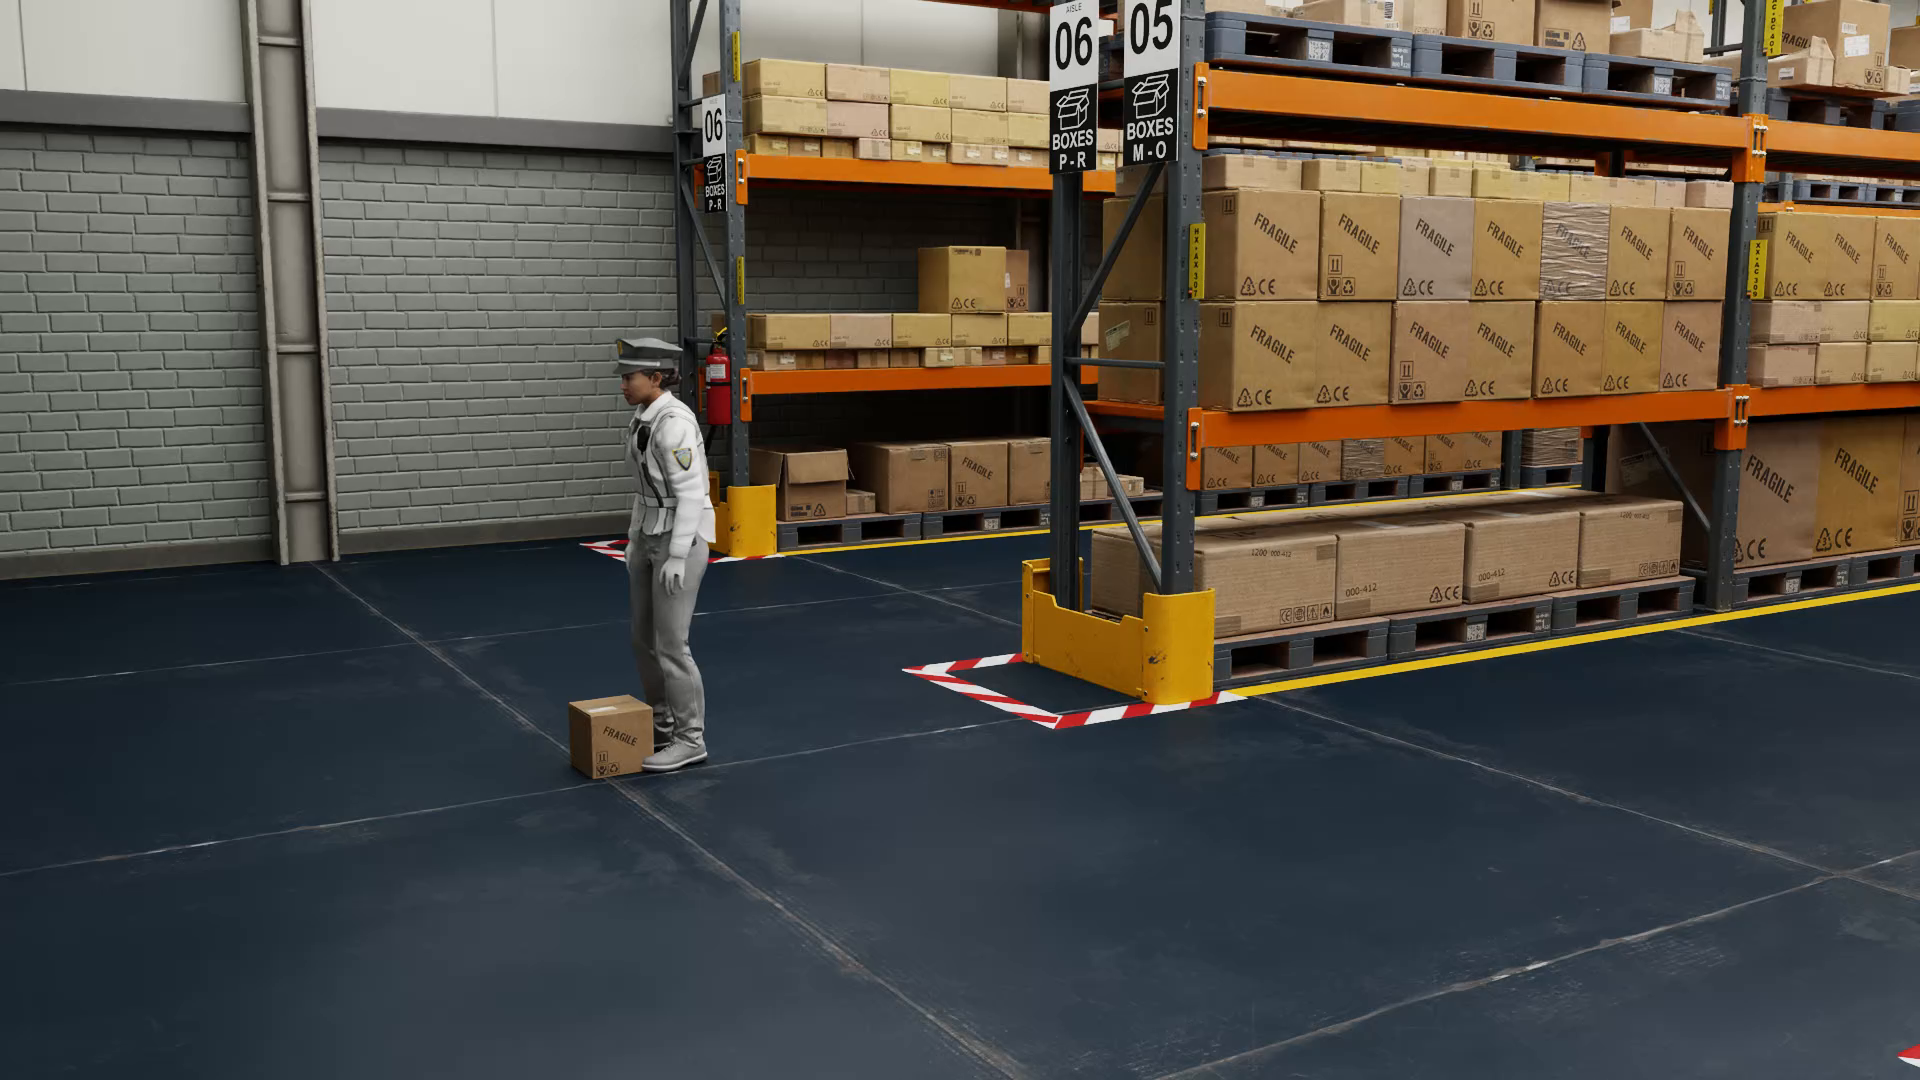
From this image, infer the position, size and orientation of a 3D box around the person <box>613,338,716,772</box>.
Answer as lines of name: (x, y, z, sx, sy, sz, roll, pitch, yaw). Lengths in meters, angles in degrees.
person: (-1.159, 0.045, 6.502, 0.371, 1.663, 0.530, -5, 10, -30)
